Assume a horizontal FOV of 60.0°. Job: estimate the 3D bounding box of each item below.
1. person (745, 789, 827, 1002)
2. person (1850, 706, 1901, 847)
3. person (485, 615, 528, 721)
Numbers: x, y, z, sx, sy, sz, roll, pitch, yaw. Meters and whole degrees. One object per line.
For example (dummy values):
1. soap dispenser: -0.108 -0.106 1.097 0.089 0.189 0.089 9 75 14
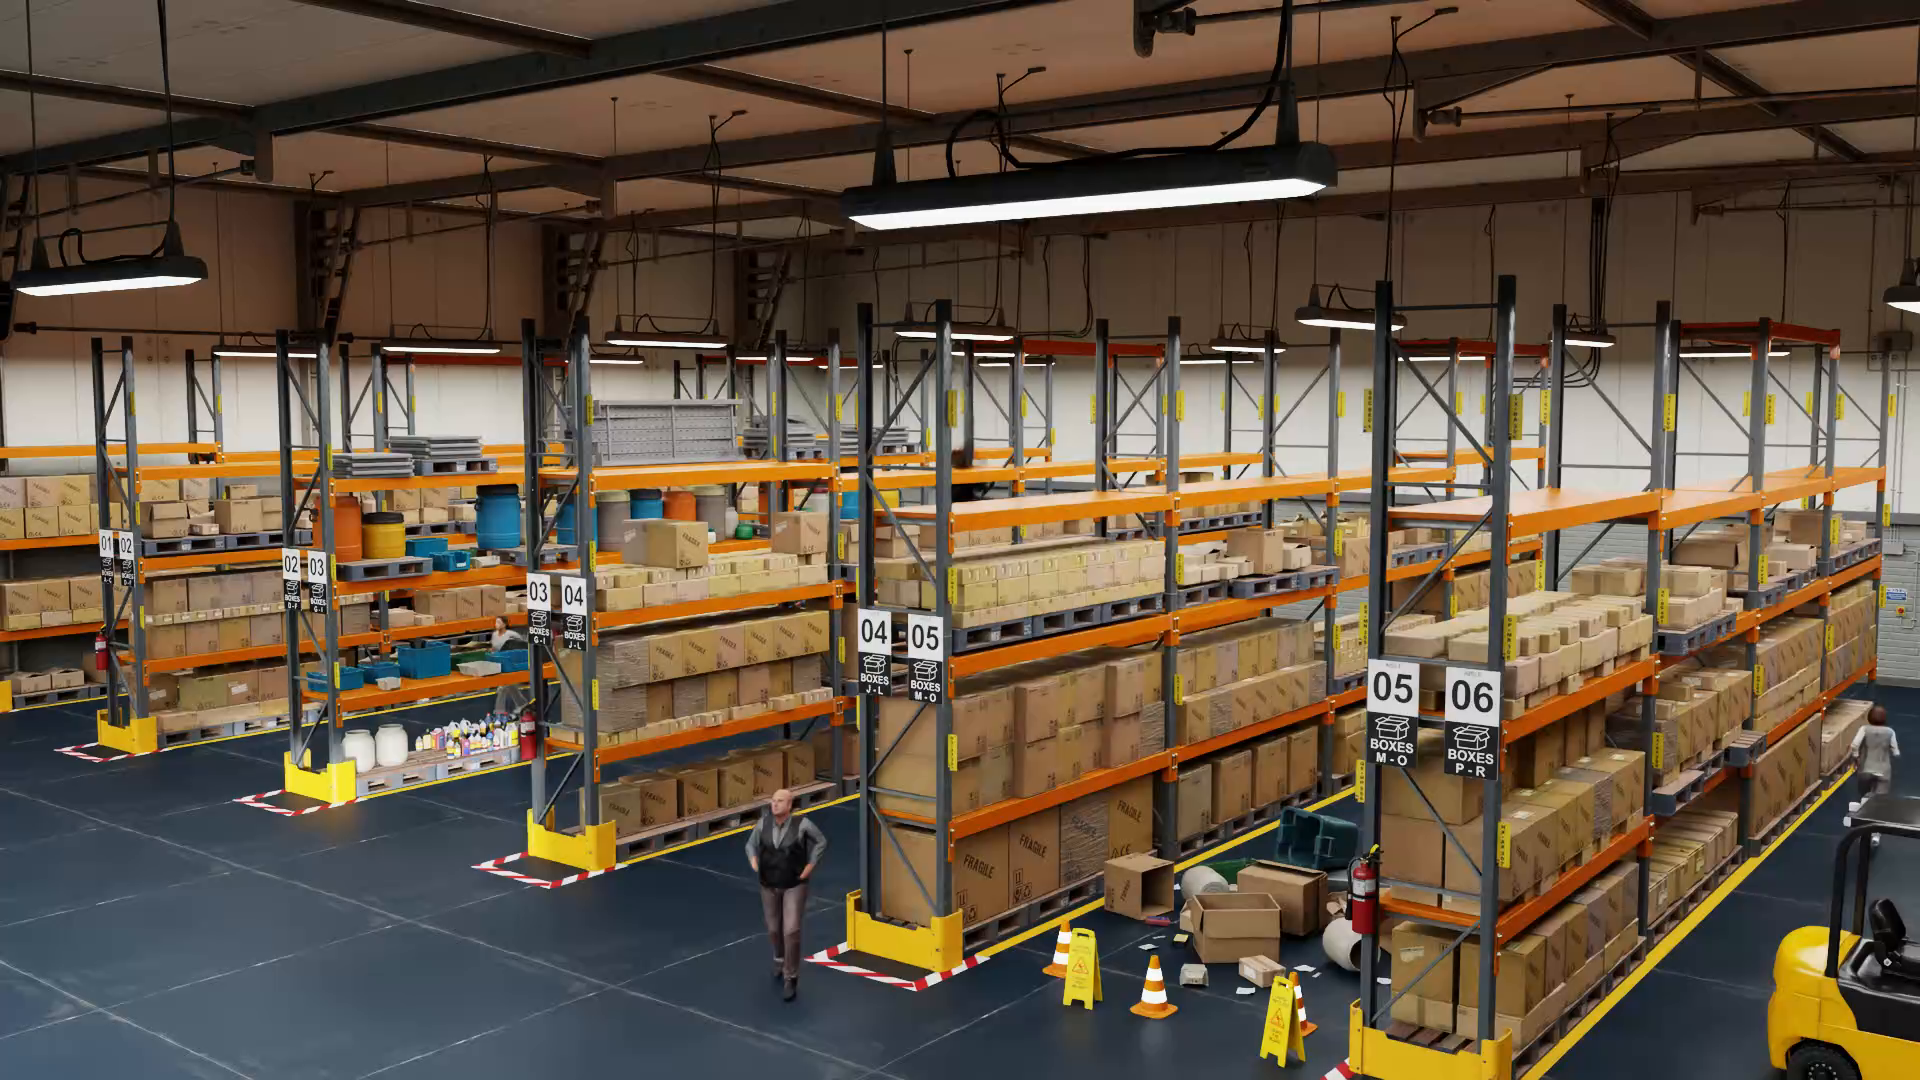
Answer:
1. person: -1.553 3.029 14.444 0.709 1.726 0.761 1 5 12
2. person: 10.430 2.709 18.969 0.495 1.618 0.823 3 6 32
3. person: -7.213 2.022 26.465 0.518 1.696 0.887 3 6 34
